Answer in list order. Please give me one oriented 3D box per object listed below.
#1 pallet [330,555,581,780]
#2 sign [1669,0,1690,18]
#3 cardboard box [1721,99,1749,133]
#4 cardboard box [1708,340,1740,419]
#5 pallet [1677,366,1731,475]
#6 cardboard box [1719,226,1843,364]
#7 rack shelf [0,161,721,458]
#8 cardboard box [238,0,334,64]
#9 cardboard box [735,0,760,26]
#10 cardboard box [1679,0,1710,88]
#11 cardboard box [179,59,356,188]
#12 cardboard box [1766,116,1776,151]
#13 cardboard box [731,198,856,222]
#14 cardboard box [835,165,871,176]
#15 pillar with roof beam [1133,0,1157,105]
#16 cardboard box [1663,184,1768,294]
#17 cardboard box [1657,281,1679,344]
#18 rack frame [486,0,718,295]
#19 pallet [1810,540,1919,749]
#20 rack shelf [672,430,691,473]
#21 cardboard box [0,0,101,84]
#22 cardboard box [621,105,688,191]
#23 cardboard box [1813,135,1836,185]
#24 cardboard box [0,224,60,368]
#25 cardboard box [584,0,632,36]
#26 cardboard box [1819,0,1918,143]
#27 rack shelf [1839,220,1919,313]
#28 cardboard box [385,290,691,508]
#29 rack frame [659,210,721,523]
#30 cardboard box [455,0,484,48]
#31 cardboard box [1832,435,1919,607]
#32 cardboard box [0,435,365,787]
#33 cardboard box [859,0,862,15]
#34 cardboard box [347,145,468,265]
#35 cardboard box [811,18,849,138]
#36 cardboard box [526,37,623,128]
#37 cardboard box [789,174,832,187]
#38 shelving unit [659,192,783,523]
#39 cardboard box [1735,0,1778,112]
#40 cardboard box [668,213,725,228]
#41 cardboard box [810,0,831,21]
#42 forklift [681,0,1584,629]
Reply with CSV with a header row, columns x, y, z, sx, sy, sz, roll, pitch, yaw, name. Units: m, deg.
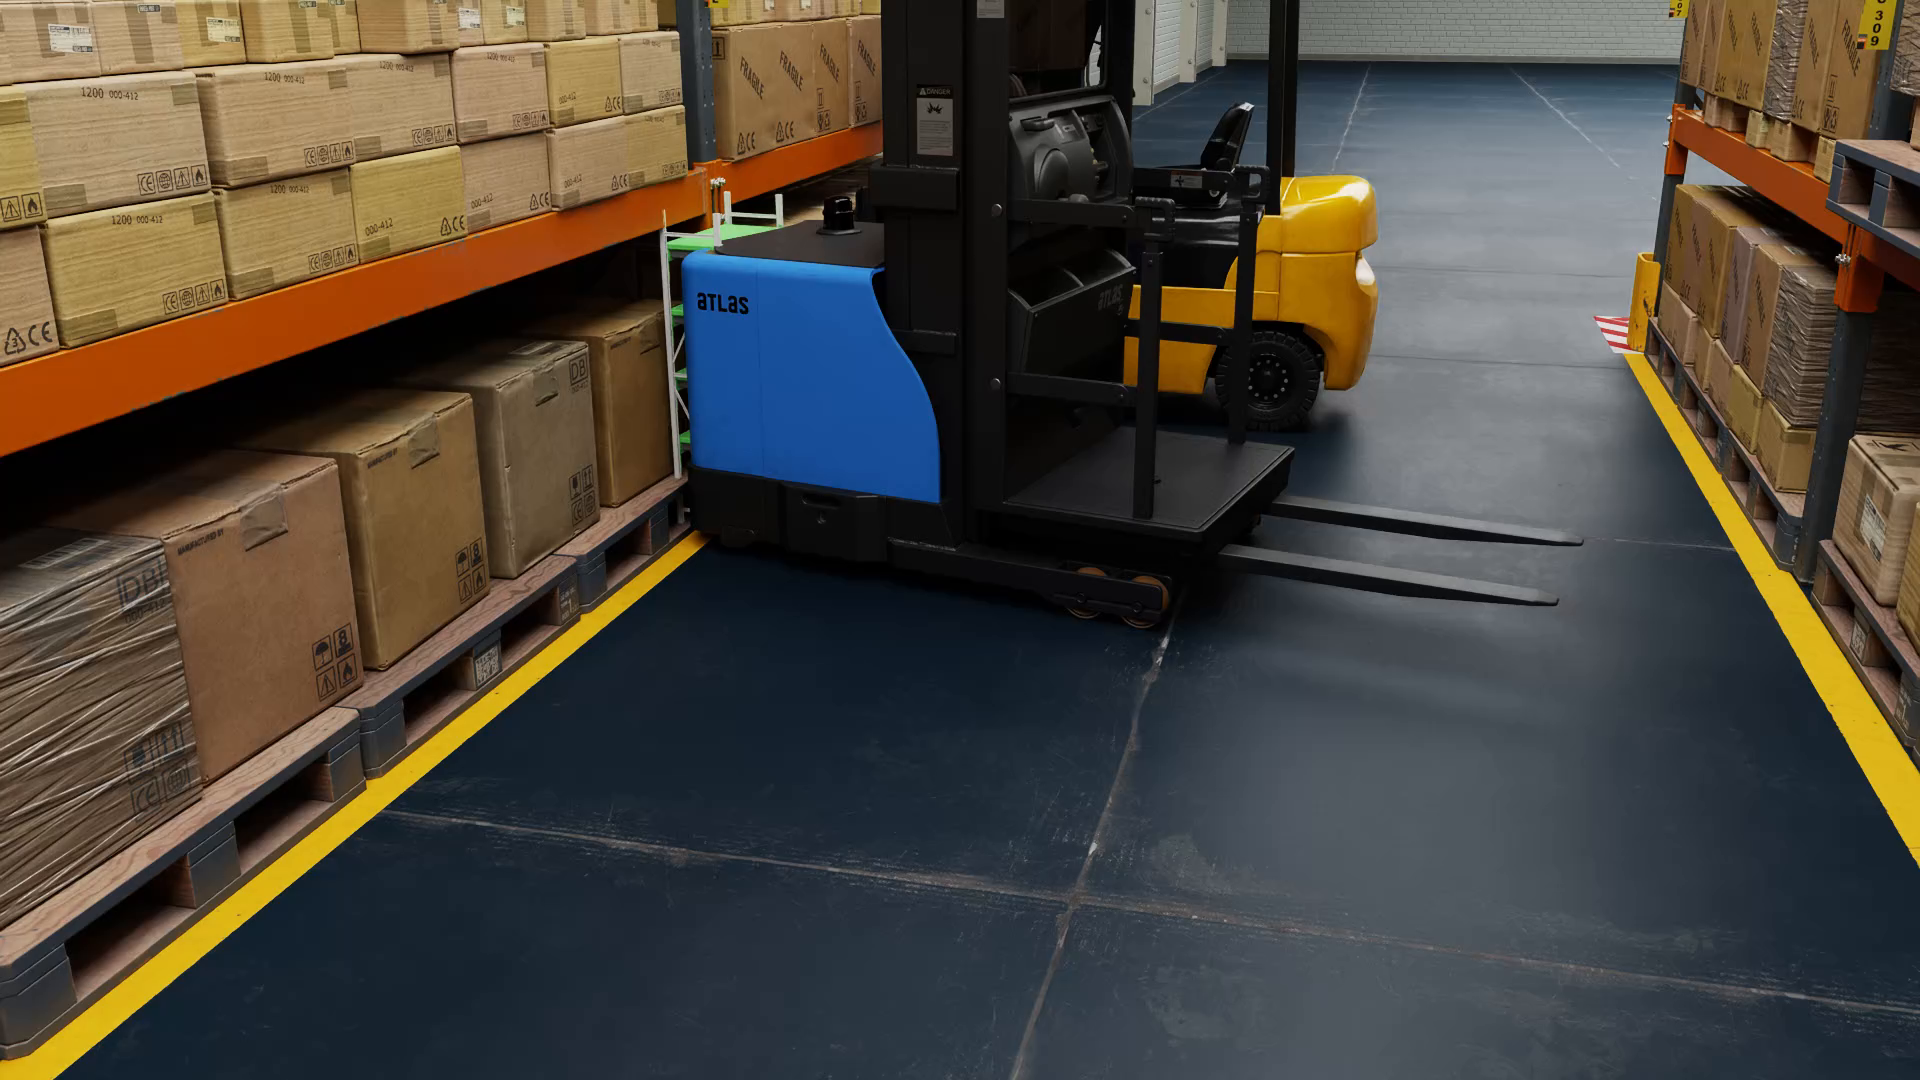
x,y,z,sx,sy,sz,roll,pitch,yaw,name
-1.860,0.304,4.971,1.003,0.211,1.213,5,19,13,pallet
3.843,-2.949,8.840,0.100,0.325,0.005,5,19,13,sign
3.757,-1.971,7.705,0.380,0.149,0.250,5,20,15,cardboard box
3.525,-0.673,7.122,0.500,0.250,0.500,5,19,14,cardboard box
3.818,-0.520,7.383,1.003,0.211,1.213,5,19,13,pallet
3.523,-1.021,6.980,0.500,0.500,0.500,6,20,16,cardboard box
-1.911,-0.666,4.610,1.077,0.370,4.000,5,19,13,rack shelf
-1.731,-1.216,3.948,0.380,0.149,0.250,5,20,15,cardboard box
-1.027,-2.148,6.677,0.380,0.149,0.250,5,20,15,cardboard box
3.985,-2.558,8.420,0.500,0.500,0.500,4,19,13,cardboard box
-1.785,-0.984,3.888,0.500,0.250,0.500,4,19,12,cardboard box
3.512,-1.645,6.751,0.380,0.149,0.250,4,19,12,cardboard box
-0.754,-1.447,7.841,0.500,0.250,0.500,5,20,15,cardboard box
-0.374,-1.928,9.250,0.500,0.250,0.500,5,19,14,cardboard box
7.084,-10.881,24.121,9.100,9.000,0.400,5,19,13,pillar with roof beam
3.899,-1.510,8.412,0.500,0.500,0.500,4,19,12,cardboard box
3.904,-1.163,8.555,0.500,0.250,0.500,4,19,13,cardboard box
-1.422,-1.633,6.329,1.000,3.000,0.127,5,19,13,rack frame
3.203,0.321,4.920,1.003,0.211,1.213,5,19,13,pallet
-0.866,-0.382,6.375,0.258,0.148,0.480,7,21,19,rack shelf
-1.934,-0.977,3.248,0.380,0.149,0.250,5,20,15,cardboard box
-1.291,-1.384,5.830,0.500,0.250,0.500,5,20,15,cardboard box
3.229,-1.327,5.821,0.380,0.149,0.250,5,20,15,cardboard box
-2.054,-0.428,3.033,0.500,0.250,0.500,5,19,14,cardboard box
-1.336,-1.781,5.602,0.380,0.149,0.250,4,19,13,cardboard box
3.260,-1.589,5.585,0.500,0.500,0.500,4,19,12,cardboard box
2.904,-0.275,3.465,1.077,0.370,4.000,5,19,13,rack shelf
-1.539,-0.544,6.163,0.875,0.625,0.625,6,20,16,cardboard box
-0.954,-0.591,6.057,0.240,1.200,0.015,7,21,19,rack frame
-1.574,-1.460,4.663,0.380,0.149,0.250,5,19,14,cardboard box
3.266,-0.033,5.059,0.950,0.372,0.625,5,19,14,cardboard box
-2.082,0.146,4.145,0.875,0.625,0.625,5,20,15,cardboard box
-0.696,-2.635,8.104,0.380,0.149,0.250,5,19,13,cardboard box
-1.679,-0.910,4.443,0.500,0.250,0.500,5,20,15,cardboard box
-0.827,-2.122,7.606,0.500,0.500,0.500,4,19,13,cardboard box
-1.413,-1.463,5.289,0.500,0.250,0.500,4,19,12,cardboard box
-0.997,-1.809,8.901,0.500,0.250,0.500,5,19,13,cardboard box
-0.867,-0.668,6.272,0.258,1.200,0.503,7,21,19,shelving unit
3.622,-2.075,7.008,0.500,0.500,0.500,4,19,12,cardboard box
-1.380,-1.333,7.508,0.500,0.250,0.500,4,19,13,cardboard box
-0.793,-2.385,7.372,0.380,0.149,0.250,4,19,13,cardboard box
0.561,-1.298,5.452,3.031,2.935,1.130,9,21,25,forklift
